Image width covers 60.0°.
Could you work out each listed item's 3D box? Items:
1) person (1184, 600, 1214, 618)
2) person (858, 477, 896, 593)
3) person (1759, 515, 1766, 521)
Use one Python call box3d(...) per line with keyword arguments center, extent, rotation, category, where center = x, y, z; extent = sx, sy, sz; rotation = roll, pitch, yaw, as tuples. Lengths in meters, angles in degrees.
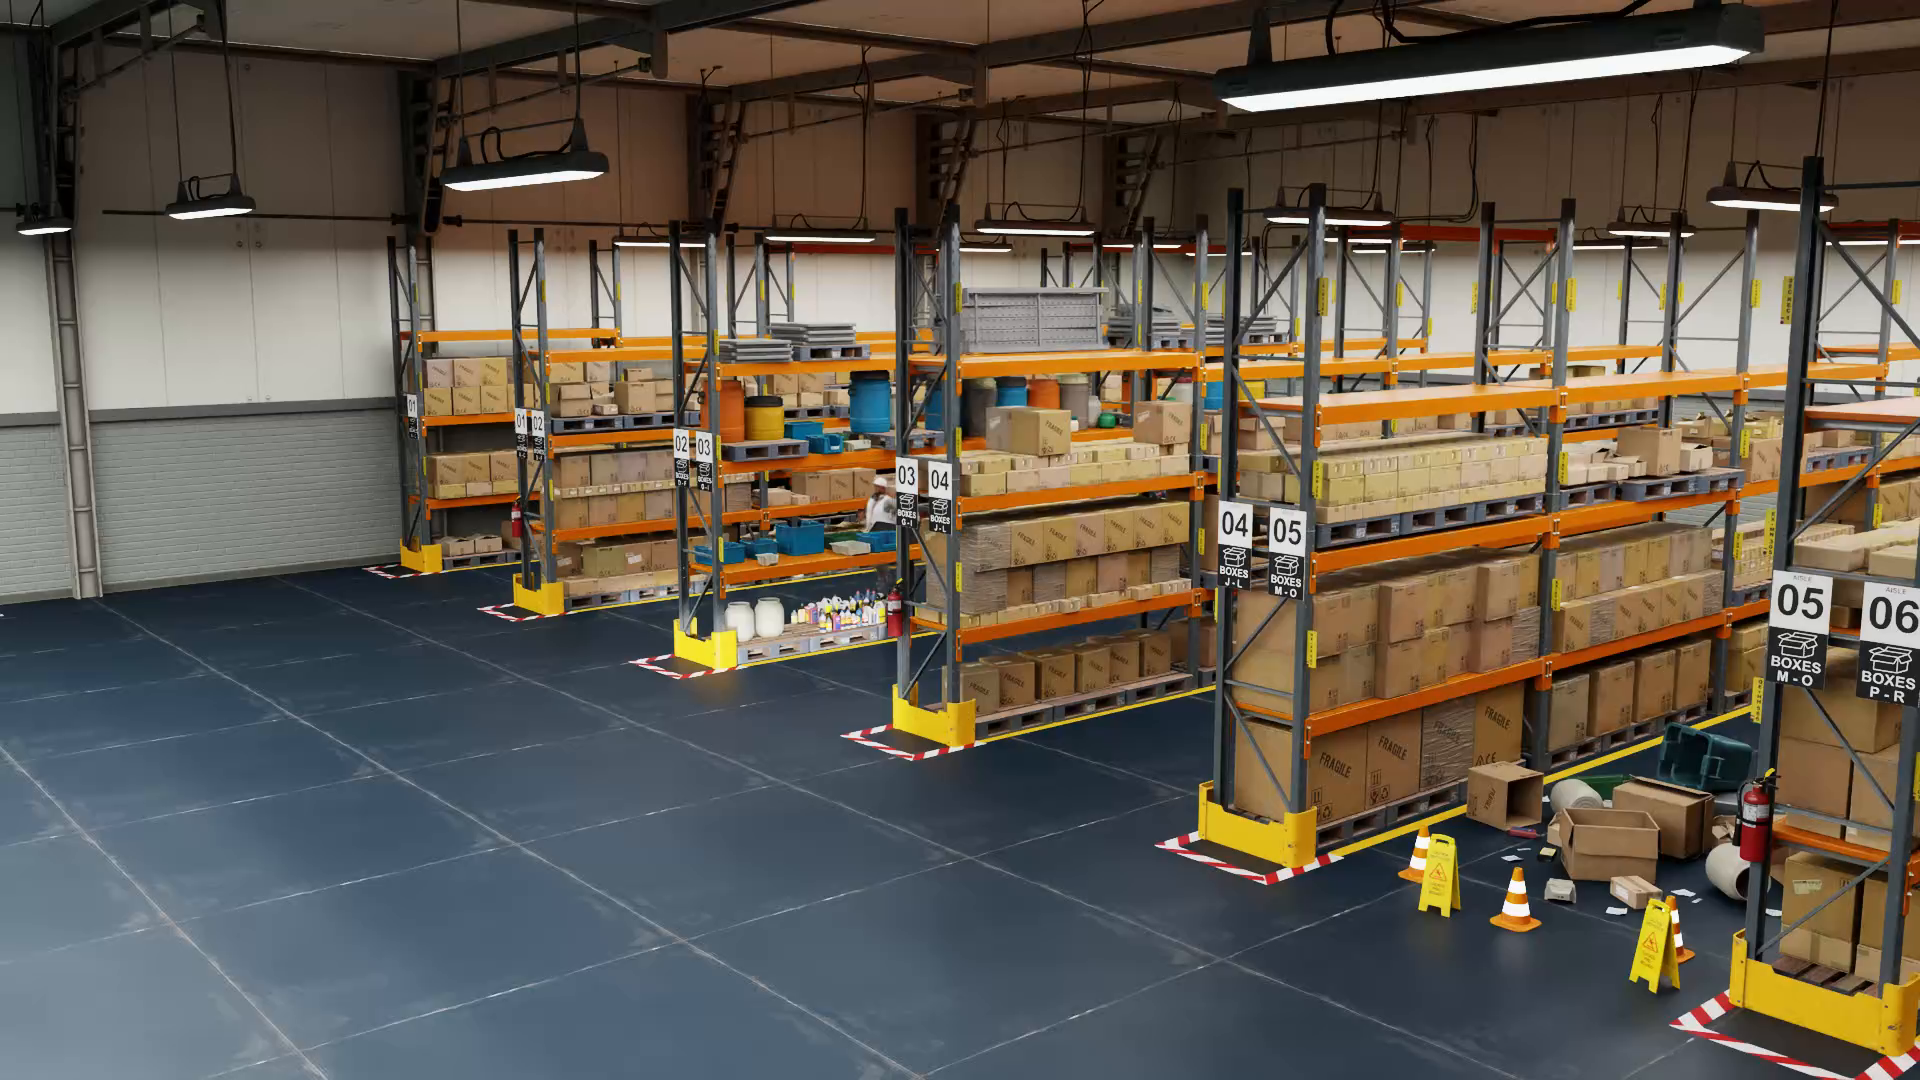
box3d(center=(3.430, 0.419, 23.999), extent=(0.503, 1.689, 0.684), rotation=(7, 11, 38), category="person")
box3d(center=(-1.329, -0.074, 26.779), extent=(0.670, 1.855, 0.640), rotation=(-9, 12, -44), category="person")
box3d(center=(12.345, 0.458, 25.459), extent=(0.877, 1.696, 0.586), rotation=(-5, 10, -30), category="person")
